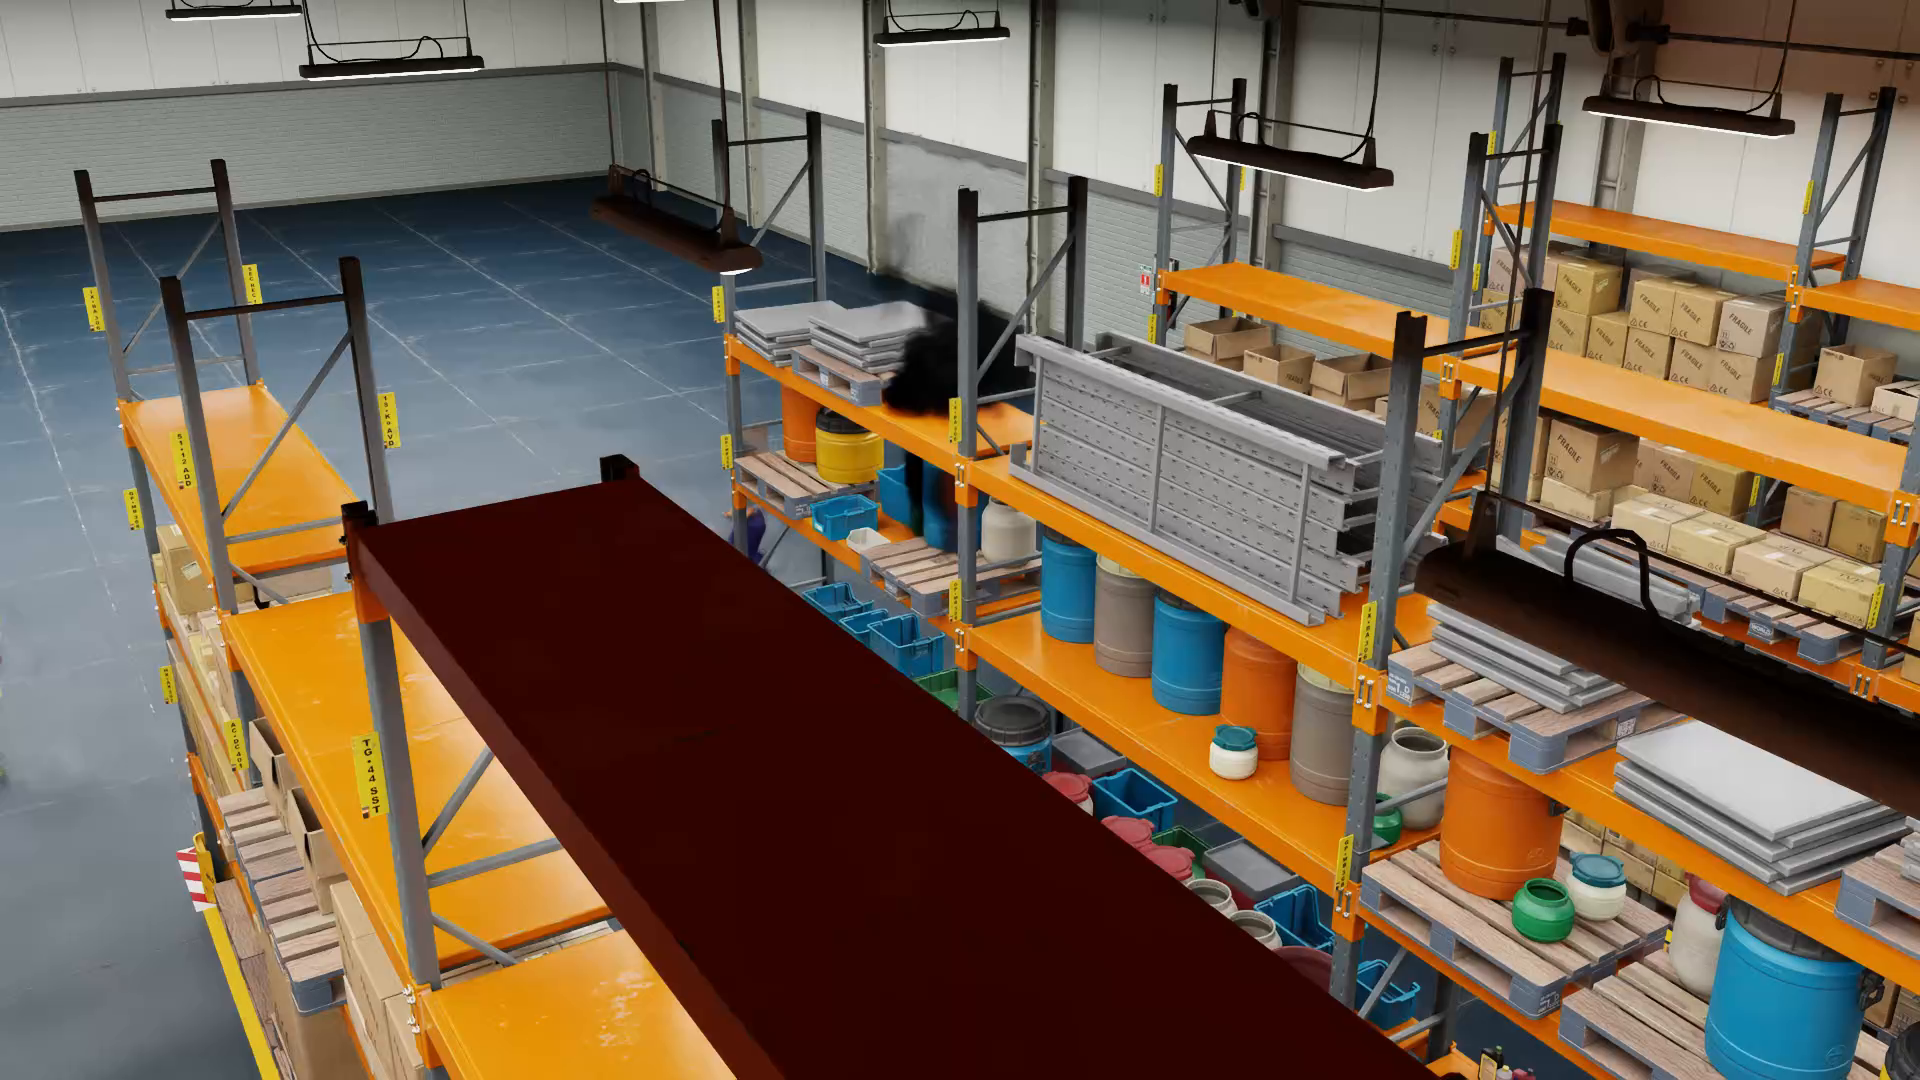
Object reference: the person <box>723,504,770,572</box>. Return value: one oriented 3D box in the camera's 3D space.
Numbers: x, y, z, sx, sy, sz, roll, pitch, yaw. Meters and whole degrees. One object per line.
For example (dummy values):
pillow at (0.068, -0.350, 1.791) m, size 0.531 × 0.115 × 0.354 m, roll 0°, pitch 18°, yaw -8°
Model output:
person at (-2.523, -0.185, 19.713) m, size 0.559 × 1.585 × 0.604 m, roll -2°, pitch 22°, yaw -6°
